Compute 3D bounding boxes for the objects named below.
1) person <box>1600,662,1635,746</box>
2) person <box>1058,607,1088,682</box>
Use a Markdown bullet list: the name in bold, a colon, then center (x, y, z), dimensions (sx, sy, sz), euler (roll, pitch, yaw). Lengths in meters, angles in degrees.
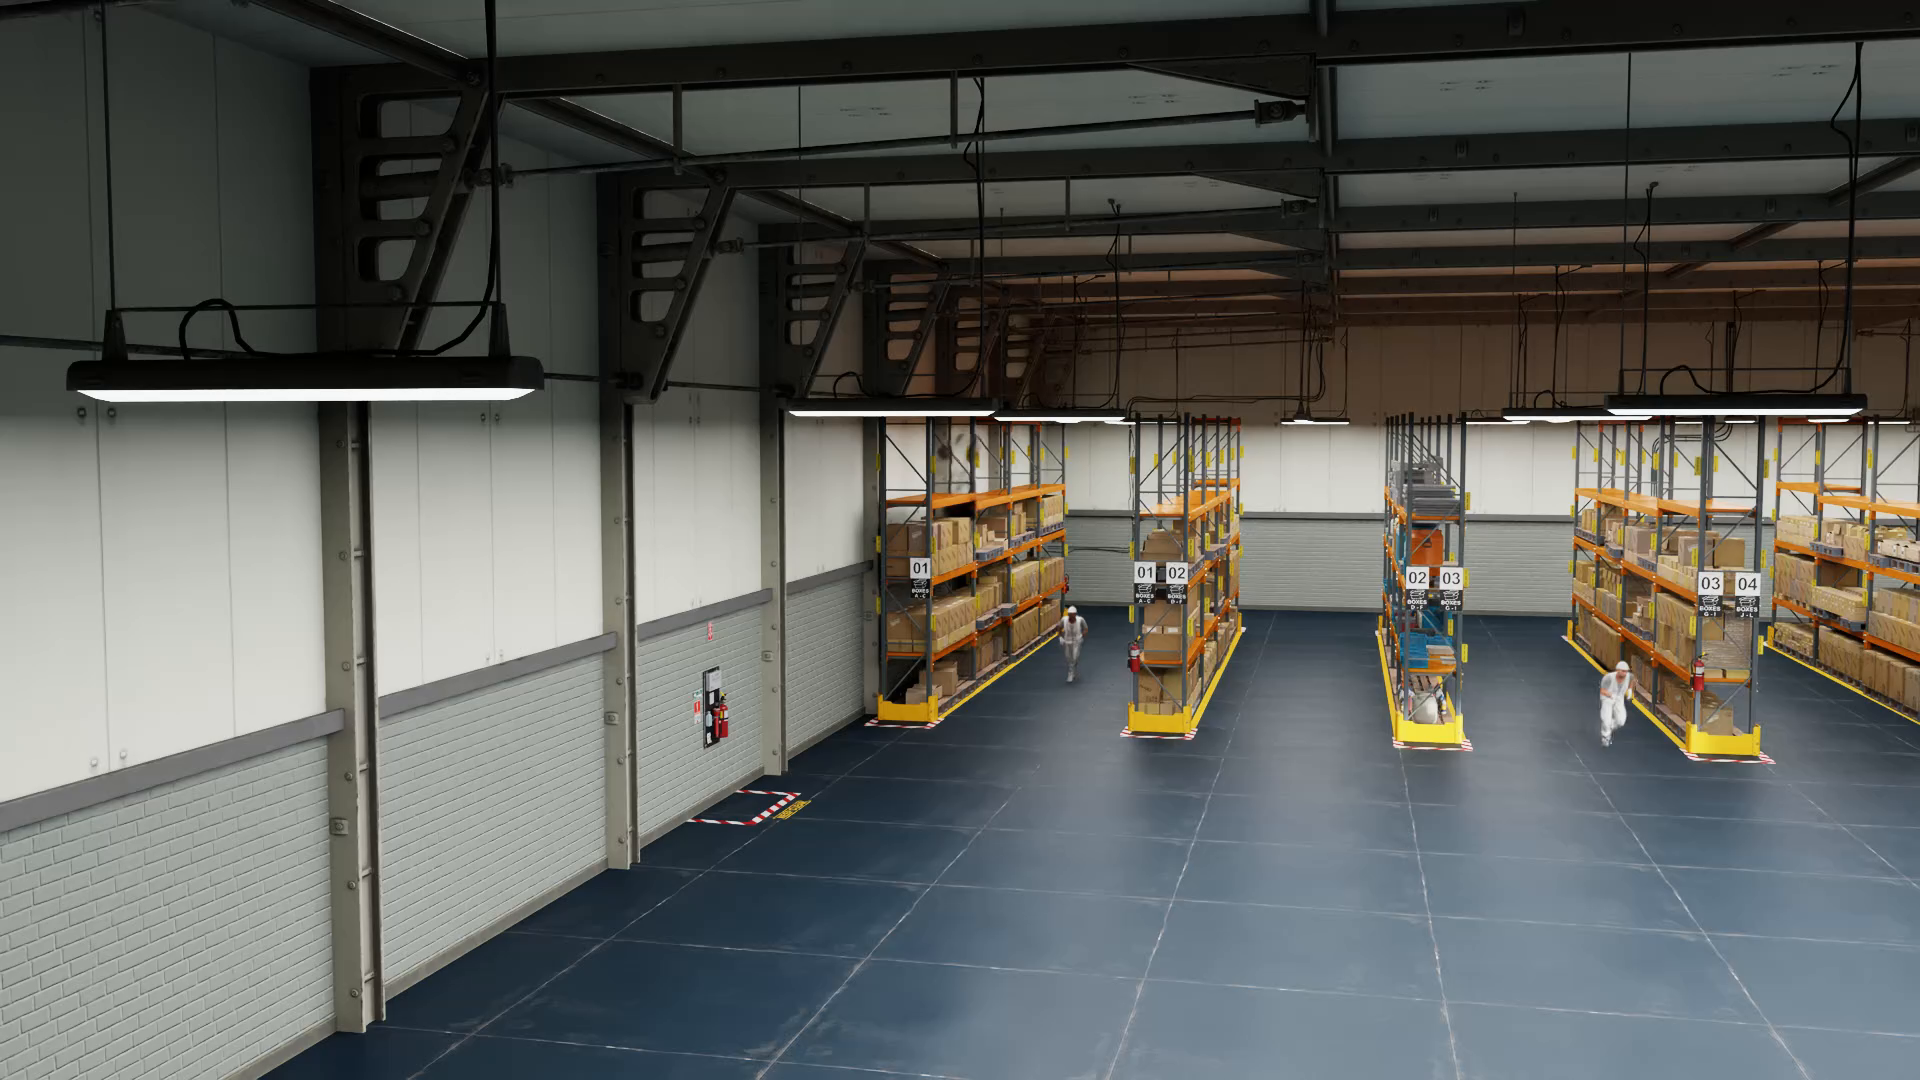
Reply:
- **person**: center (11.712, 2.922, 29.616), dimensions (0.697, 1.594, 0.837), euler (0, 4, -4)
- **person**: center (2.560, 2.343, 37.662), dimensions (0.678, 1.708, 0.815), euler (0, 4, 6)
